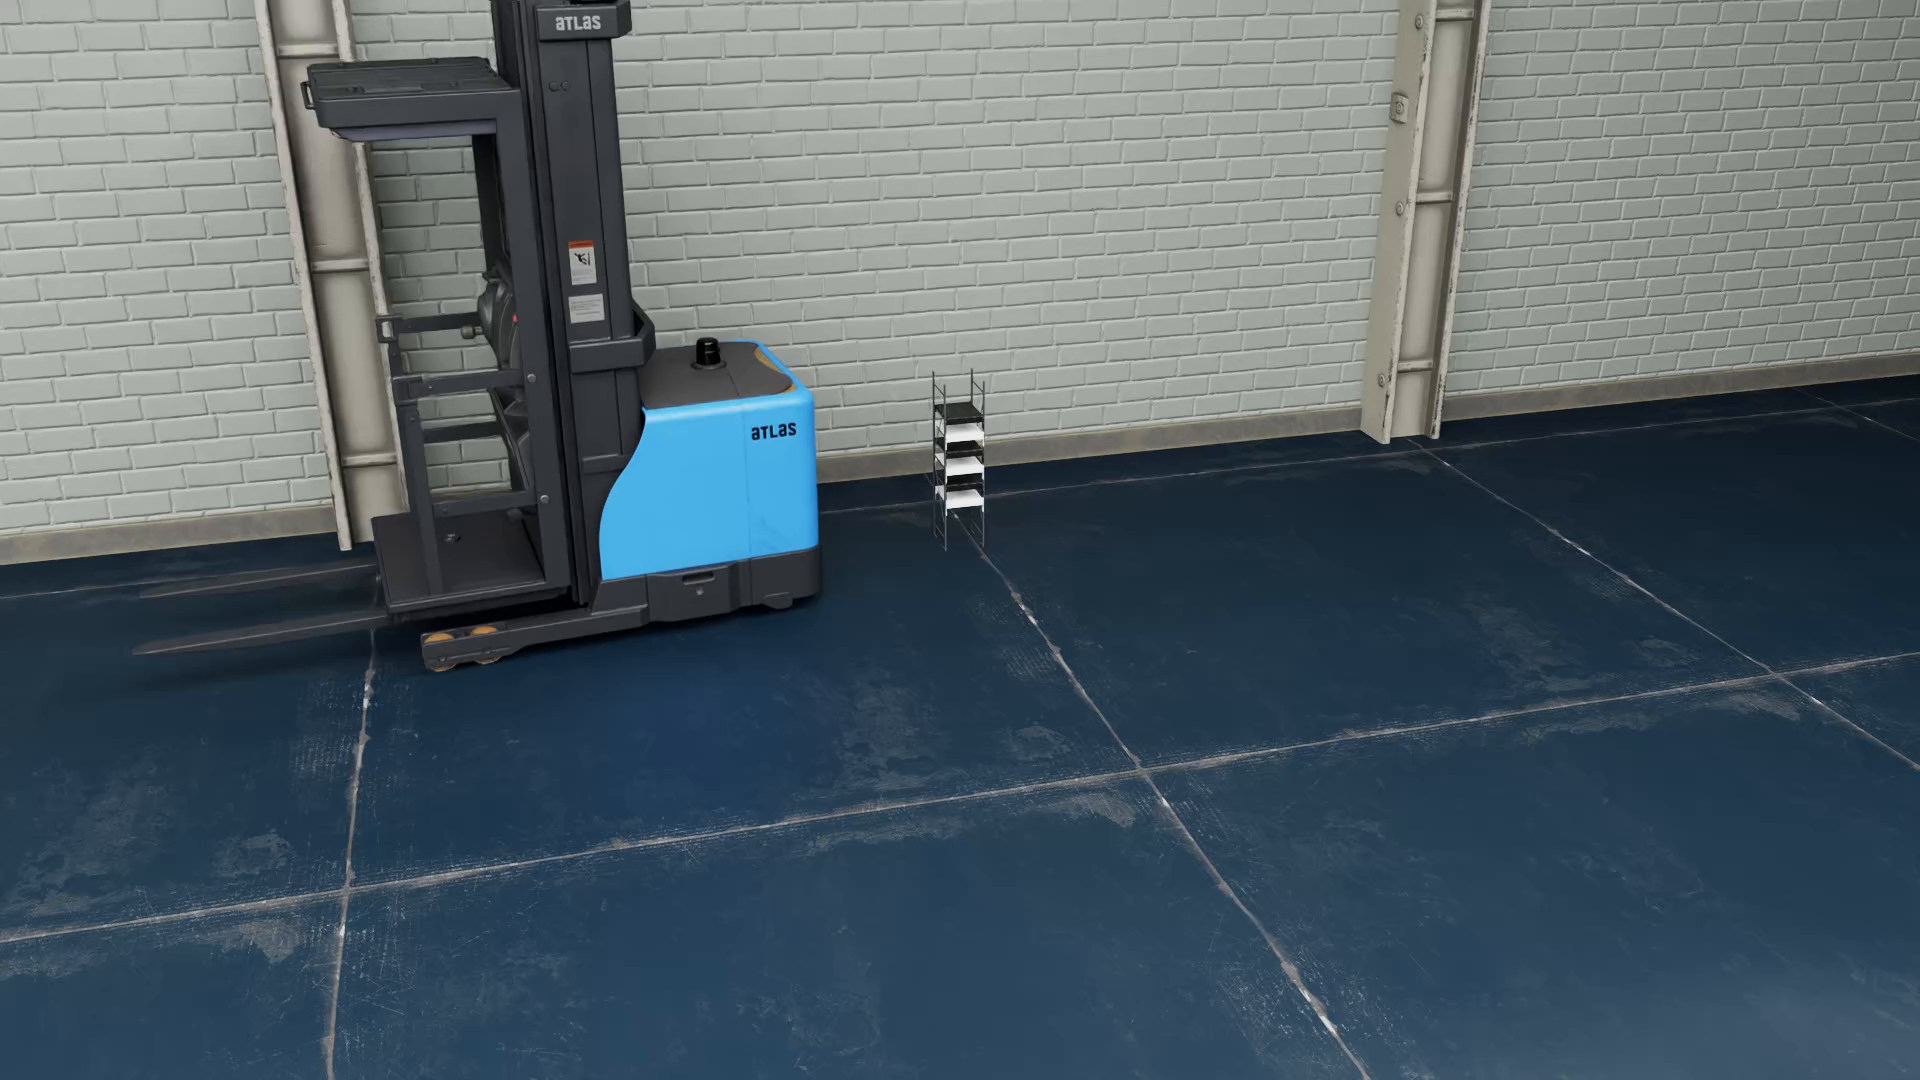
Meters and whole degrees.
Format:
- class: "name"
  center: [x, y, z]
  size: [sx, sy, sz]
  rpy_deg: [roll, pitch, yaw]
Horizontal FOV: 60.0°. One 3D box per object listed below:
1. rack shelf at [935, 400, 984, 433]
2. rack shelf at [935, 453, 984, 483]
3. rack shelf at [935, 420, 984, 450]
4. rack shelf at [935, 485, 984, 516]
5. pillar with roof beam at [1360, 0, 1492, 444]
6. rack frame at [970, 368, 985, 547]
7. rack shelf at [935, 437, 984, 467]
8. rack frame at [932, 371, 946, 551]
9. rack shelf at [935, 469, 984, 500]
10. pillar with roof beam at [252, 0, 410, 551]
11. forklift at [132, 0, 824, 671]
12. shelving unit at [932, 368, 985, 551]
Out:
- class: "rack shelf"
  center: [-0.008, -0.630, 8.477]
  size: [0.200, 0.077, 0.258]
  rpy_deg: [-6, 24, -14]
- class: "rack shelf"
  center: [-0.008, -0.382, 8.584]
  size: [0.200, 0.077, 0.258]
  rpy_deg: [-6, 24, -14]
- class: "rack shelf"
  center: [-0.008, -0.547, 8.513]
  size: [0.200, 0.077, 0.258]
  rpy_deg: [-6, 24, -14]
- class: "rack shelf"
  center: [-0.008, -0.217, 8.655]
  size: [0.200, 0.077, 0.258]
  rpy_deg: [-6, 24, -14]
- class: "pillar with roof beam"
  center: [3.877, -3.164, 4.712]
  size: [0.400, 9.000, 9.100]
  rpy_deg: [-6, 24, -14]
- class: "rack frame"
  center: [0.090, -0.424, 8.596]
  size: [0.006, 0.900, 0.240]
  rpy_deg: [-6, 24, -14]
- class: "rack shelf"
  center: [-0.008, -0.465, 8.548]
  size: [0.200, 0.077, 0.258]
  rpy_deg: [-6, 24, -14]
- class: "rack frame"
  center: [-0.106, -0.402, 8.545]
  size: [0.006, 0.900, 0.240]
  rpy_deg: [-6, 24, -14]
- class: "rack shelf"
  center: [-0.008, -0.299, 8.619]
  size: [0.200, 0.077, 0.258]
  rpy_deg: [-6, 24, -14]
- class: "pillar with roof beam"
  center: [-1.900, -2.525, 3.223]
  size: [0.400, 9.000, 9.100]
  rpy_deg: [-6, 24, -14]
- class: "forklift"
  center: [-2.229, -0.999, 7.361]
  size: [3.031, 2.935, 1.130]
  rpy_deg: [-9, 25, -20]
- class: "shelving unit"
  center: [-0.008, -0.413, 8.571]
  size: [0.210, 0.900, 0.258]
  rpy_deg: [-6, 24, -14]
